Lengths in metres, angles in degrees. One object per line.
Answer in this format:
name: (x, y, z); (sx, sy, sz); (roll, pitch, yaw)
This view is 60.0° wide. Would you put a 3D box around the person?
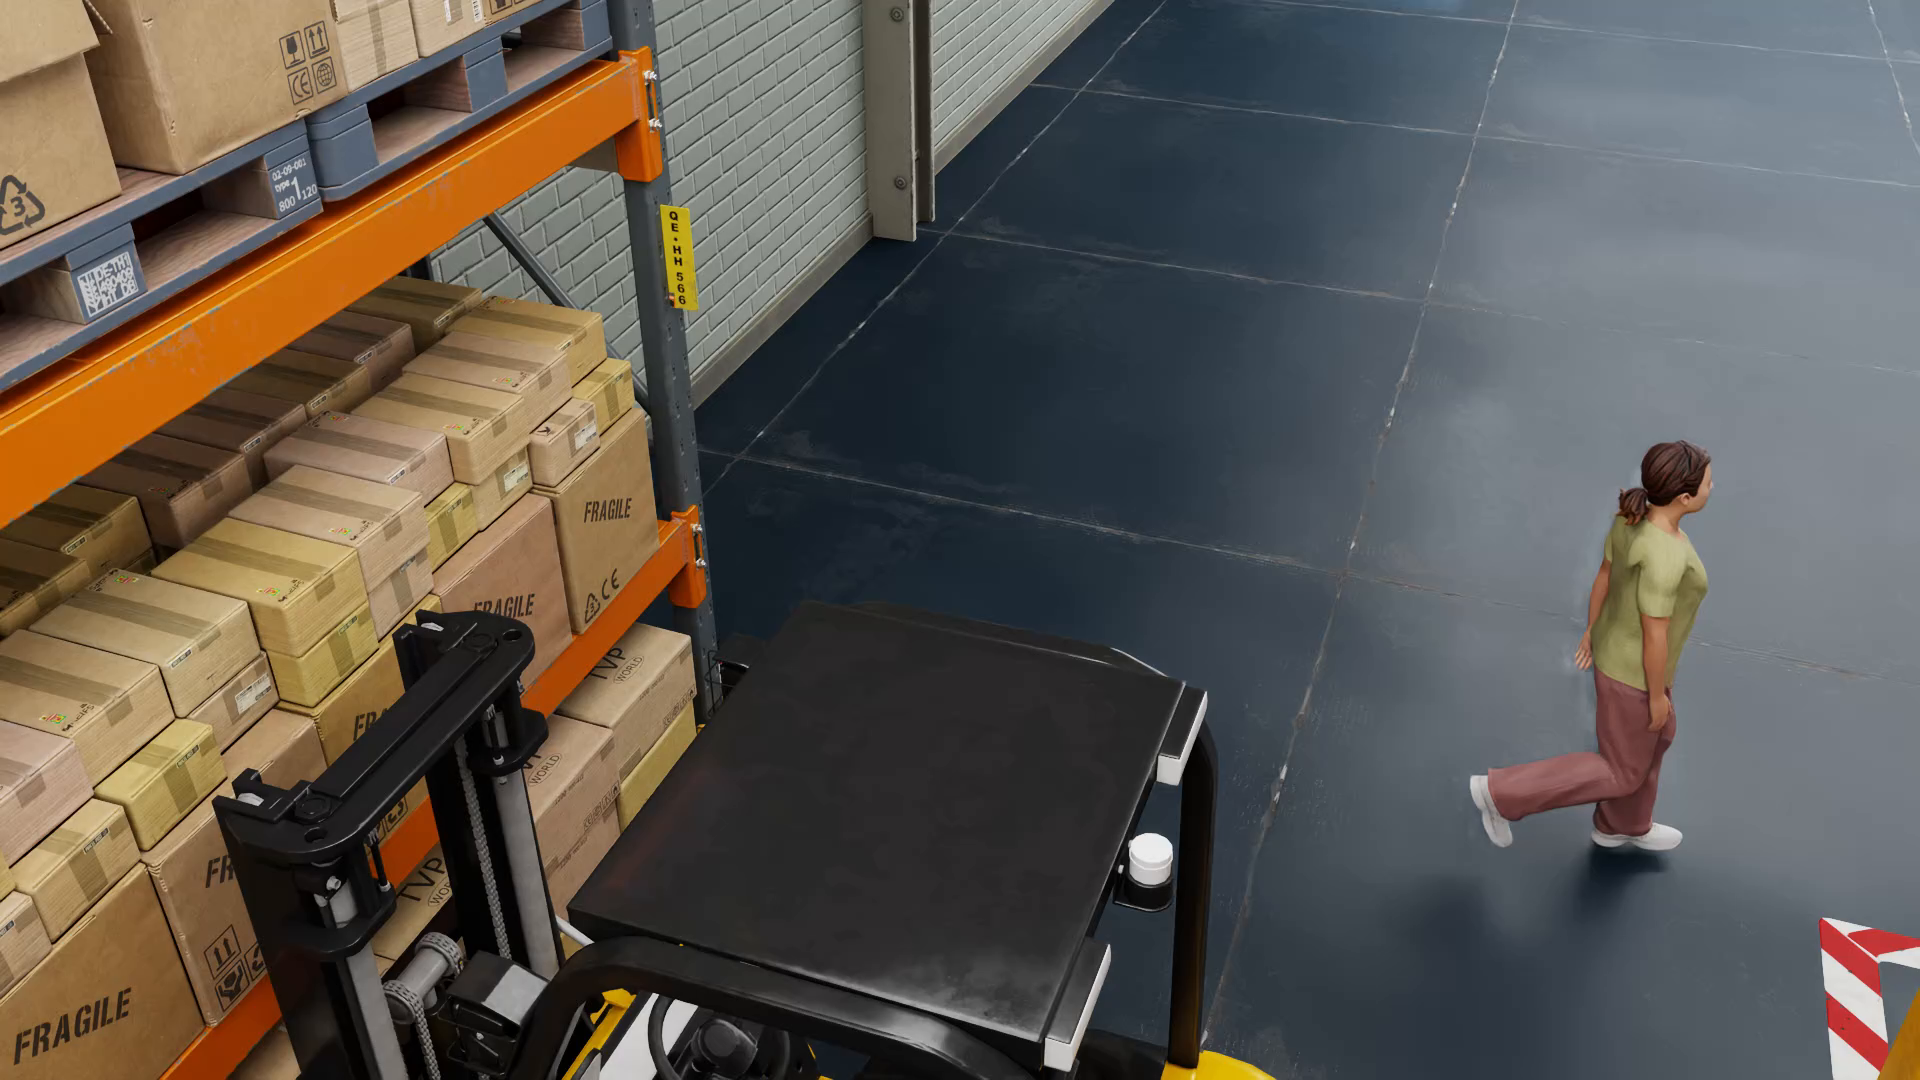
person: (2.175, 0.399, 5.511); (0.790, 1.644, 0.443); (6, 34, 8)
